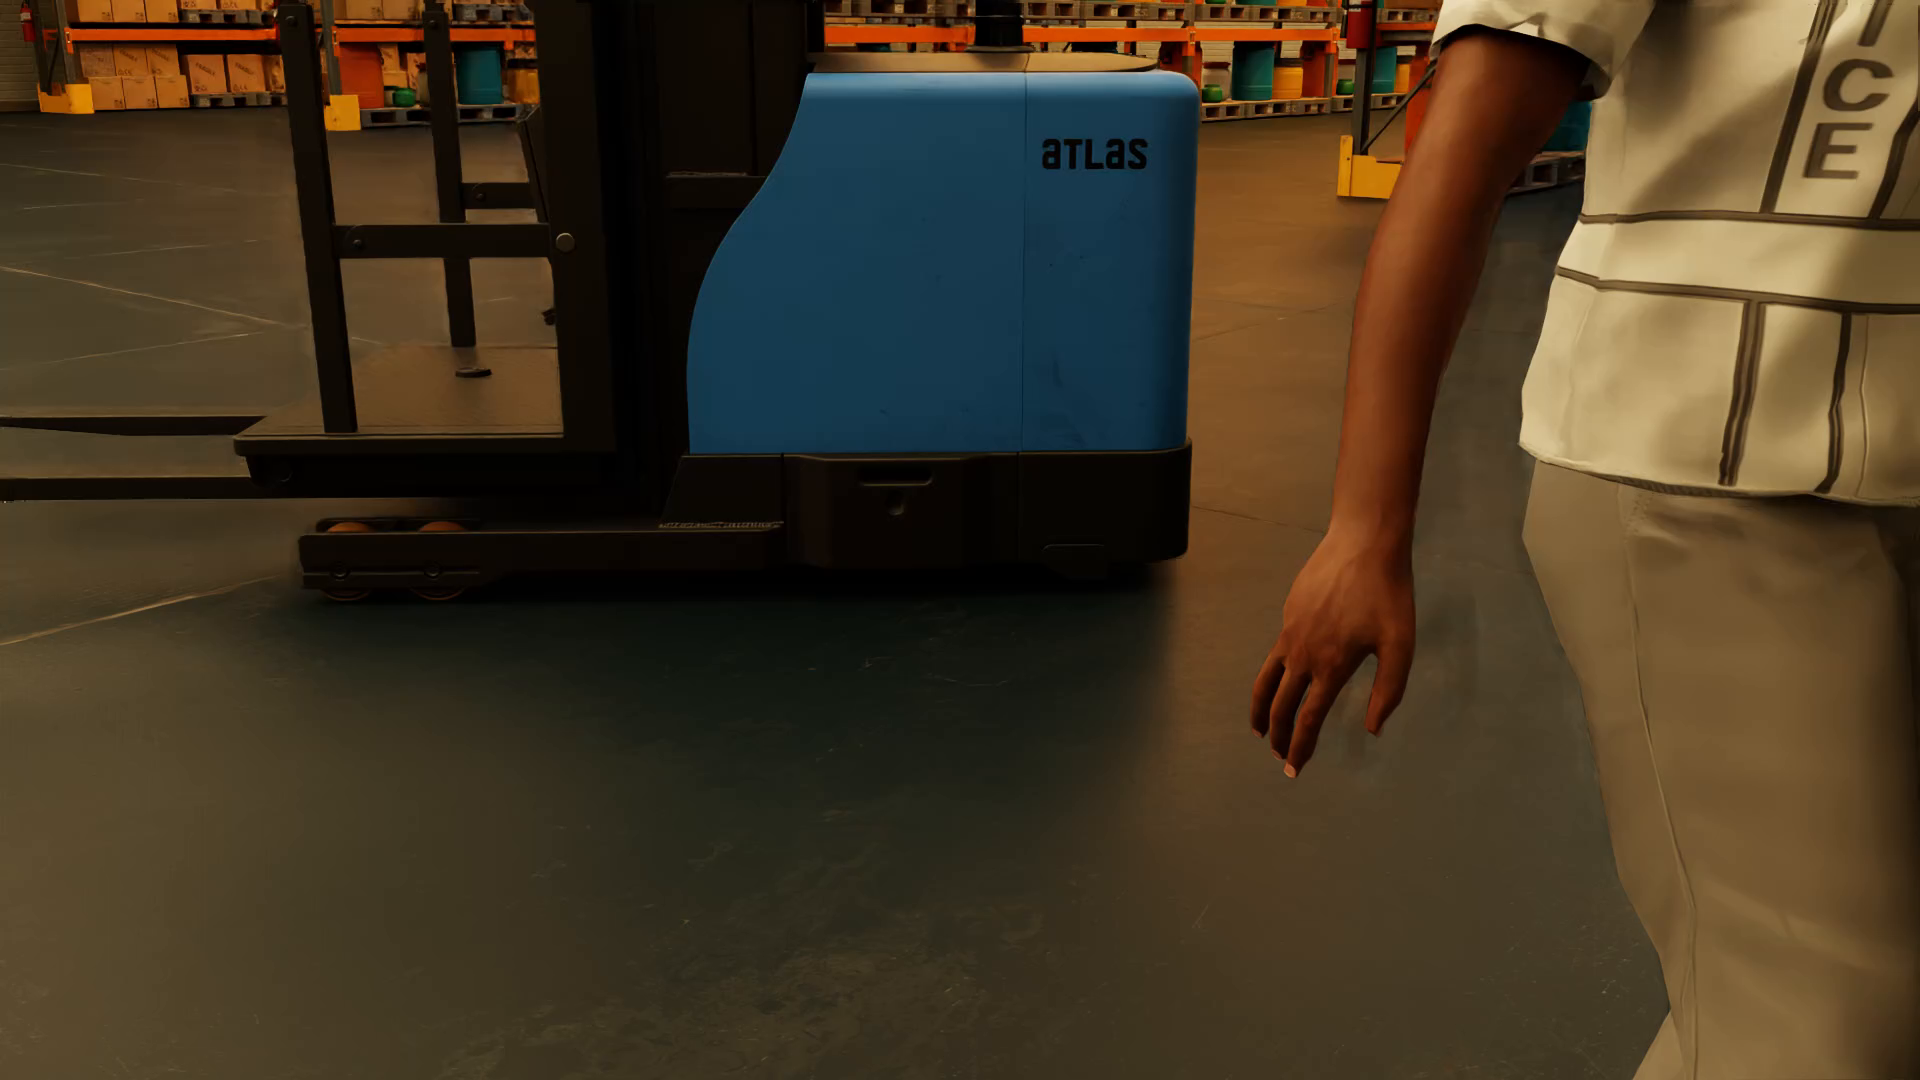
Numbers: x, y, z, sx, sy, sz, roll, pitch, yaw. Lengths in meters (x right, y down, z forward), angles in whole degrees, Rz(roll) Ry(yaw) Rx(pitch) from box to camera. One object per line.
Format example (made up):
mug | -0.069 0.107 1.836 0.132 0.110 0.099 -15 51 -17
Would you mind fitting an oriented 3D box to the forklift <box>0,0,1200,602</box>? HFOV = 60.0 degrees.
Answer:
forklift | -1.029 -1.428 3.599 3.031 2.935 1.130 0 17 -2
